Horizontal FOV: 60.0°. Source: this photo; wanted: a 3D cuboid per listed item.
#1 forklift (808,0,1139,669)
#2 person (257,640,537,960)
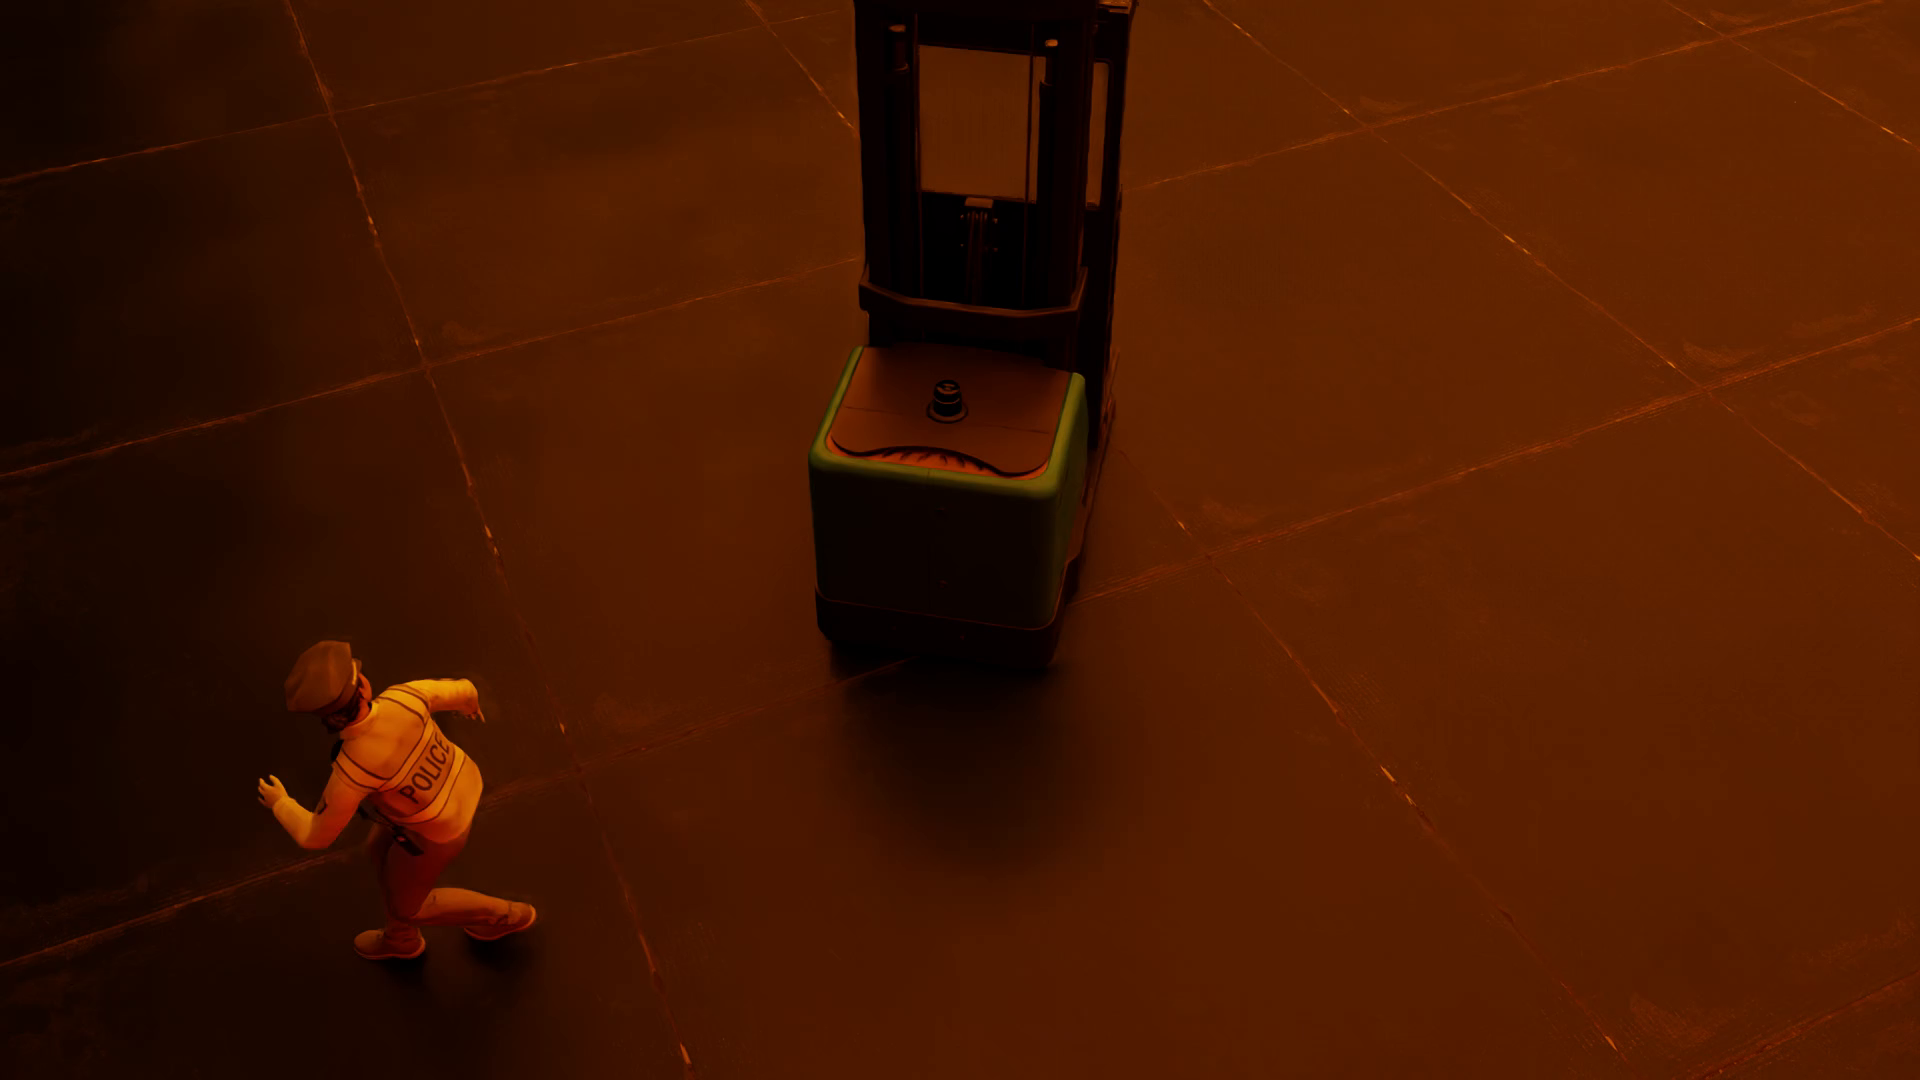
[{"bbox_3d":[0.176,-1.536,7.326,1.130,2.935,3.031,8,44,9],"label":"forklift"},{"bbox_3d":[-1.962,0.869,5.778,0.799,1.556,0.801,5,43,5],"label":"person"}]
